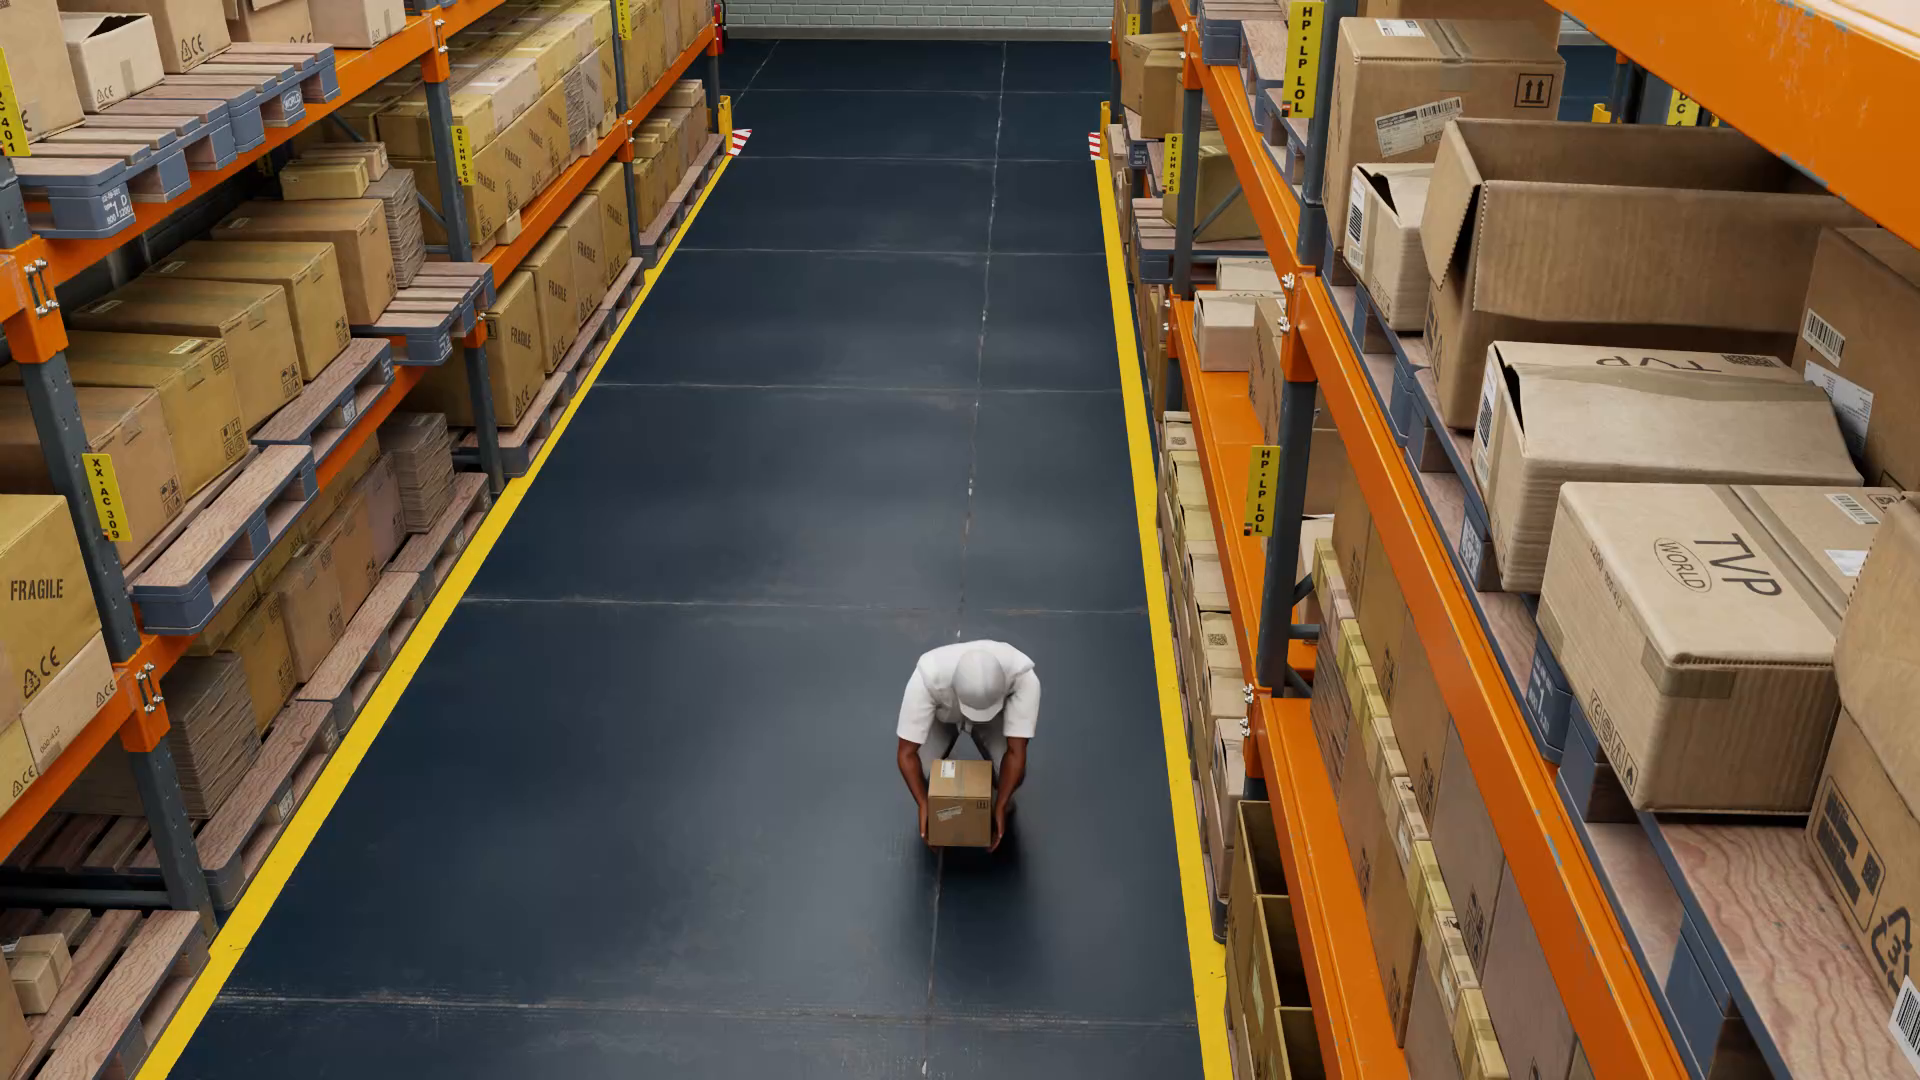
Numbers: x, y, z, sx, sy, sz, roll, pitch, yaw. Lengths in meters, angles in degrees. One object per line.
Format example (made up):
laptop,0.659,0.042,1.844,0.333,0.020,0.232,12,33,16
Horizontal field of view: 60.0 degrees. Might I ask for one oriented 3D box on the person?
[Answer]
person,0.037,0.768,6.974,0.582,0.997,0.891,1,28,1
